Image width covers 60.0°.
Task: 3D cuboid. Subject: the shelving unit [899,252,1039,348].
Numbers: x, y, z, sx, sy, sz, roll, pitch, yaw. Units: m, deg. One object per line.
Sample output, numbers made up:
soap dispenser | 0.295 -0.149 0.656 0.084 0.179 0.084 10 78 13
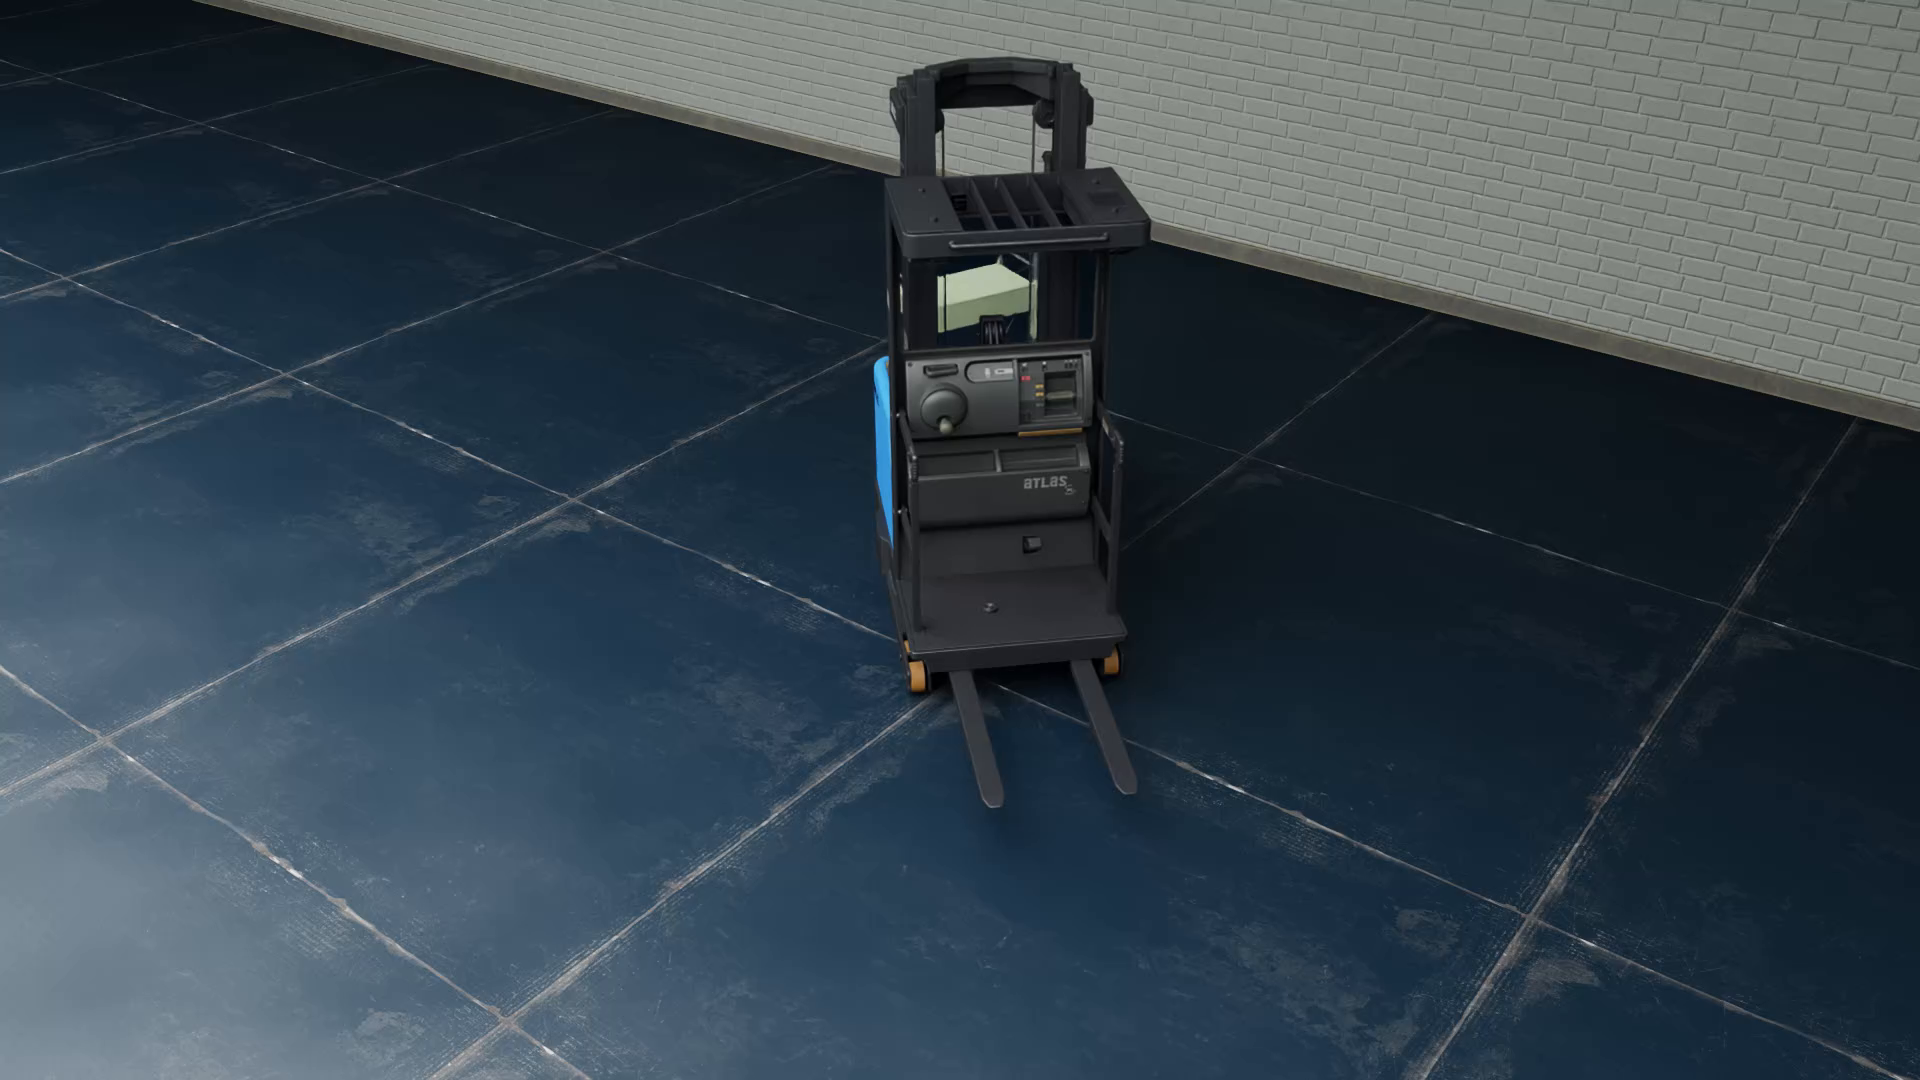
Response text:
shelving unit | 0.042 -1.021 10.001 0.755 1.500 0.431 -18 35 -27

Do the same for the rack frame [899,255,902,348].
rack frame | -0.269 -0.922 9.835 0.023 1.500 0.400 -18 35 -27

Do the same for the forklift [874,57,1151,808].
forklift | 0.230 -0.679 8.021 1.130 2.935 3.031 -4 31 -7

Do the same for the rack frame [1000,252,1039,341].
rack frame | 0.353 -1.119 10.167 0.023 1.500 0.400 -18 35 -27

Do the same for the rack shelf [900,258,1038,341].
rack shelf | 0.042 -1.356 9.802 0.720 0.370 0.431 -18 35 -27
